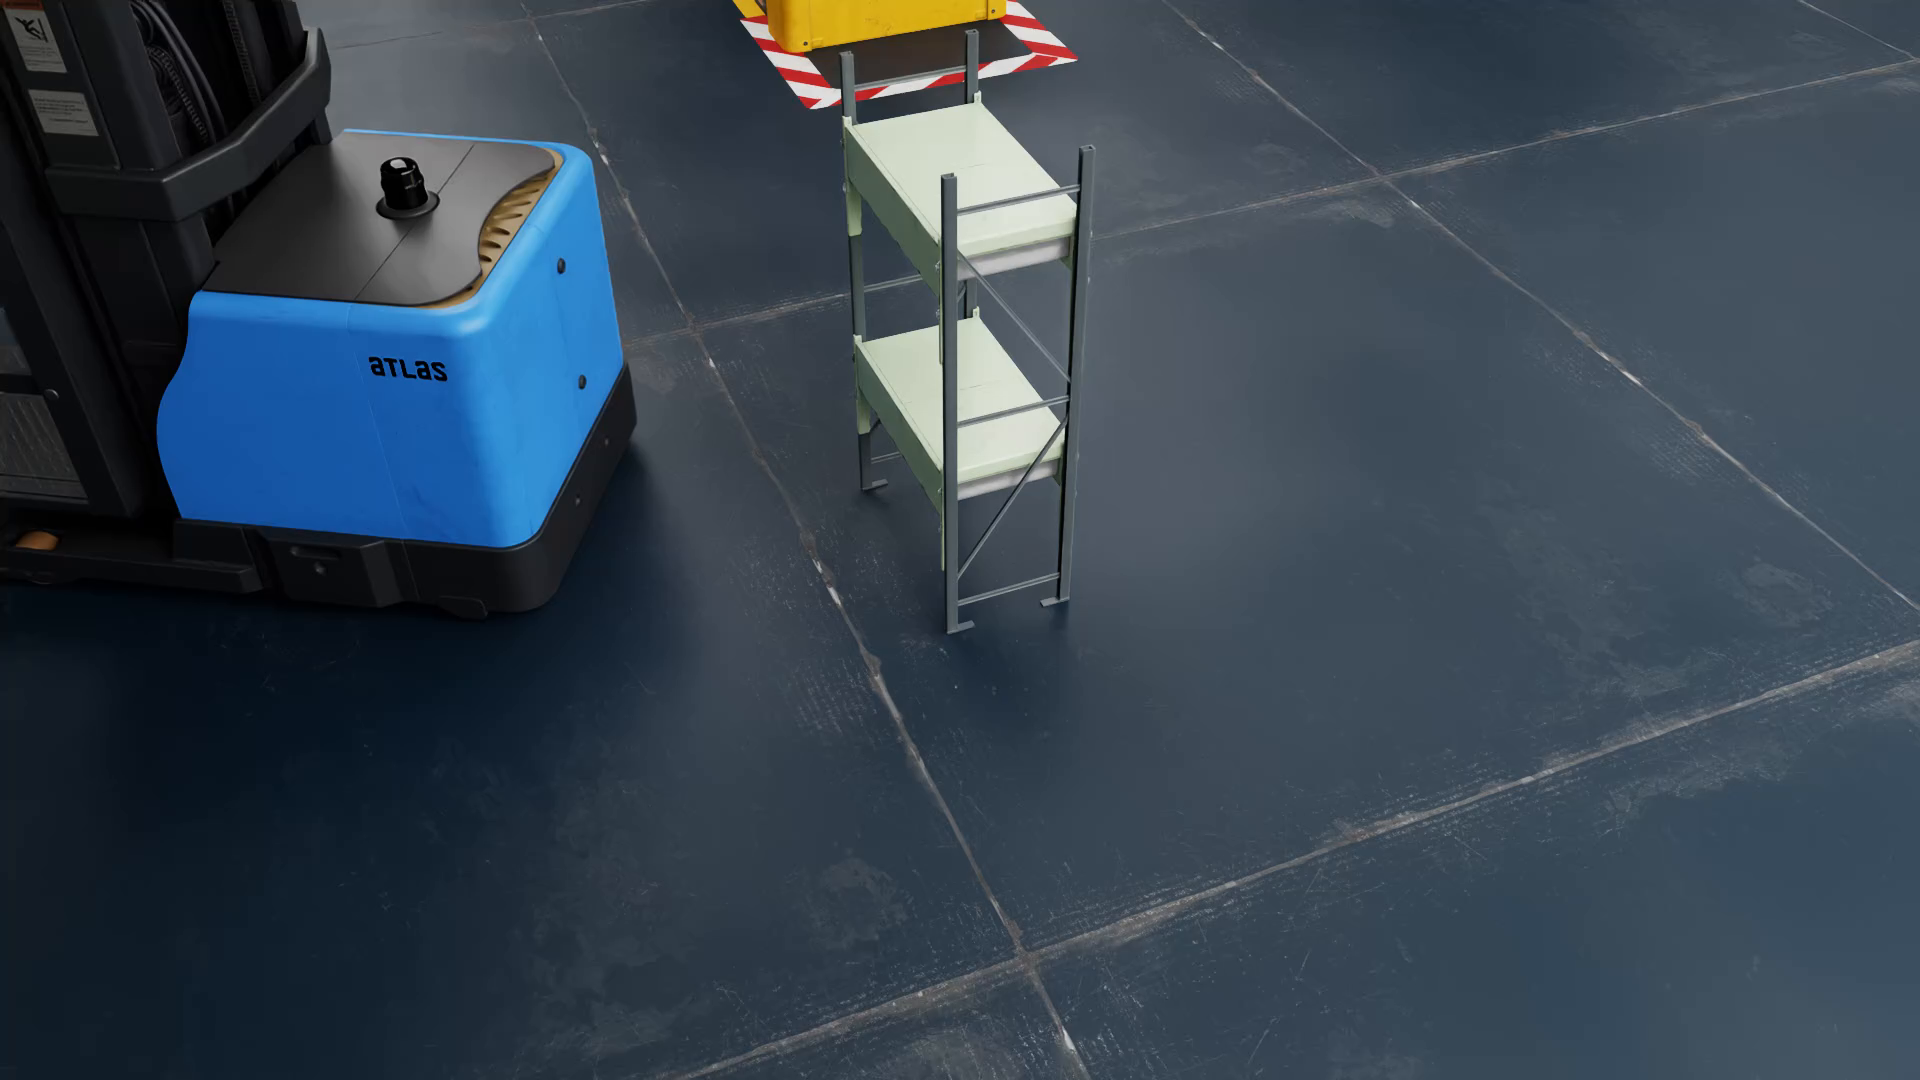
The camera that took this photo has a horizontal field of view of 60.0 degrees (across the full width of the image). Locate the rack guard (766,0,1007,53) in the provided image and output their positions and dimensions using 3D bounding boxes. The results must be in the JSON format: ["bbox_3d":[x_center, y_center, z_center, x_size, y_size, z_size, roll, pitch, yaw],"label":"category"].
[{"bbox_3d":[-0.354,-2.758,8.074,1.175,0.500,0.348,-15,43,-17],"label":"rack guard"}]

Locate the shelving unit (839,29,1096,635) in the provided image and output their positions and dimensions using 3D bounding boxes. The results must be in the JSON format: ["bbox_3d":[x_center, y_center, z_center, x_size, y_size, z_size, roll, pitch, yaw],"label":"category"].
[{"bbox_3d":[0.003,-0.565,4.756,0.431,1.500,0.755,-15,43,-17],"label":"shelving unit"}]

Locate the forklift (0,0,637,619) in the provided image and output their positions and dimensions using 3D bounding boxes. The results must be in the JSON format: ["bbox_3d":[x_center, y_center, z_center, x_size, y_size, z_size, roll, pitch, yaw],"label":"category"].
[{"bbox_3d":[-2.646,-1.310,4.526,3.031,2.935,1.130,5,41,6],"label":"forklift"}]

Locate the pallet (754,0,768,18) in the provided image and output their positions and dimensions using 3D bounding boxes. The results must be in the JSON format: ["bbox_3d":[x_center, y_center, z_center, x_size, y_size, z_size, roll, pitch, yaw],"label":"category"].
[{"bbox_3d":[-0.694,-3.113,8.708,1.003,0.211,1.213,-15,43,-17],"label":"pallet"}]

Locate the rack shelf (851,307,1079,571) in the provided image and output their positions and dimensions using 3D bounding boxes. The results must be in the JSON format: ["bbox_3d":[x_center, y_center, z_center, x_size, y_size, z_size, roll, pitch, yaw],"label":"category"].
[{"bbox_3d":[0.003,-0.317,4.969,0.431,0.370,0.720,-15,43,-17],"label":"rack shelf"}]

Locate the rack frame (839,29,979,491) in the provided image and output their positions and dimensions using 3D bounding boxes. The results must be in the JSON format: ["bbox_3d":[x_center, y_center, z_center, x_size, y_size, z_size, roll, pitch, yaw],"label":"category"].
[{"bbox_3d":[-0.137,-0.785,5.013,0.400,1.500,0.023,-15,43,-17],"label":"rack frame"}]

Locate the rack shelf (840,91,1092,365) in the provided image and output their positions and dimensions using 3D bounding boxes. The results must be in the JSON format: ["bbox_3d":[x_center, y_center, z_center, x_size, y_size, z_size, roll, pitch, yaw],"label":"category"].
[{"bbox_3d":[0.003,-0.861,4.502,0.431,0.370,0.720,-15,43,-17],"label":"rack shelf"}]

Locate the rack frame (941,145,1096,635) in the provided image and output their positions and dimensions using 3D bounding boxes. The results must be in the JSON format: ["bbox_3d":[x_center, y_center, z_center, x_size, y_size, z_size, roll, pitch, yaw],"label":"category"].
[{"bbox_3d":[0.143,-0.344,4.500,0.400,1.500,0.023,-15,43,-17],"label":"rack frame"}]
